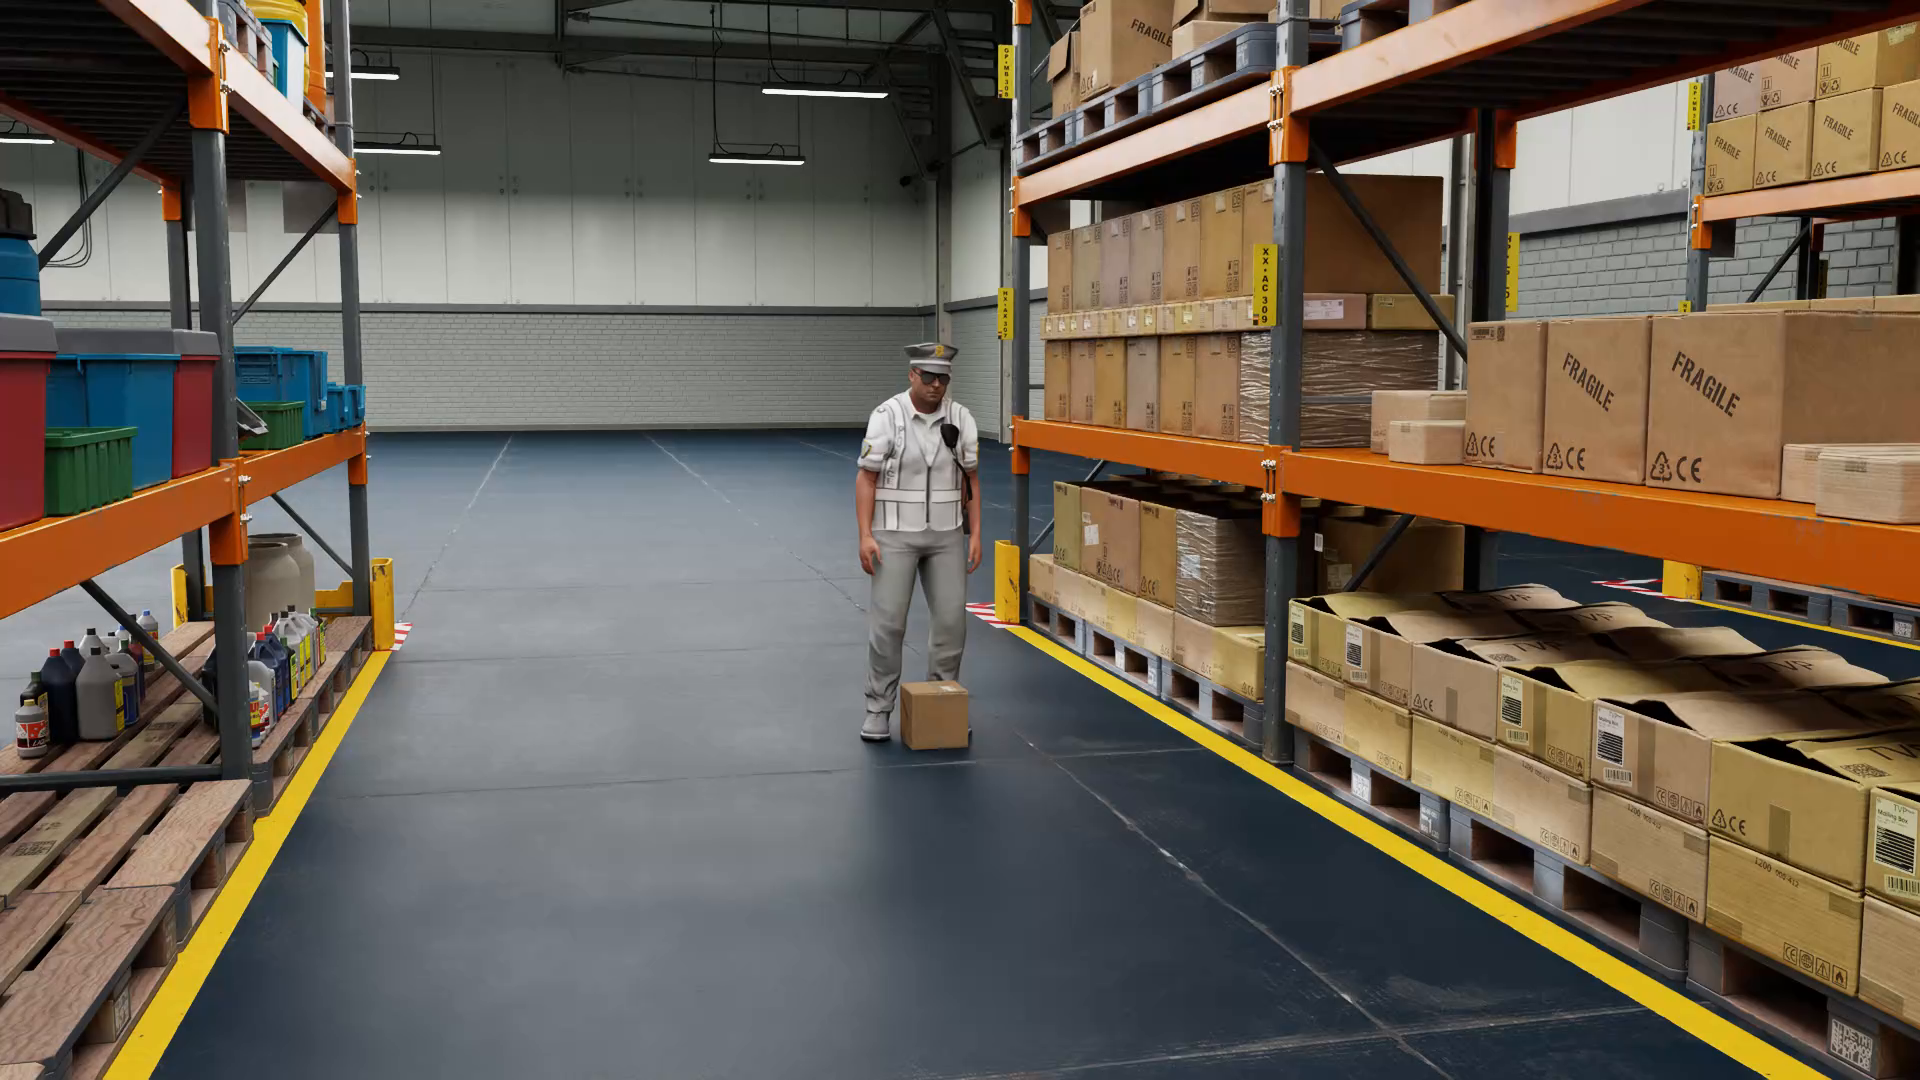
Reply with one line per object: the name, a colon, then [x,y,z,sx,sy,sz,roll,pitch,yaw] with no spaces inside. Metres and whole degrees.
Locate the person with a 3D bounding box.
person: [-0.184,-0.006,7.475,0.598,1.747,0.447,-2,6,-17]
